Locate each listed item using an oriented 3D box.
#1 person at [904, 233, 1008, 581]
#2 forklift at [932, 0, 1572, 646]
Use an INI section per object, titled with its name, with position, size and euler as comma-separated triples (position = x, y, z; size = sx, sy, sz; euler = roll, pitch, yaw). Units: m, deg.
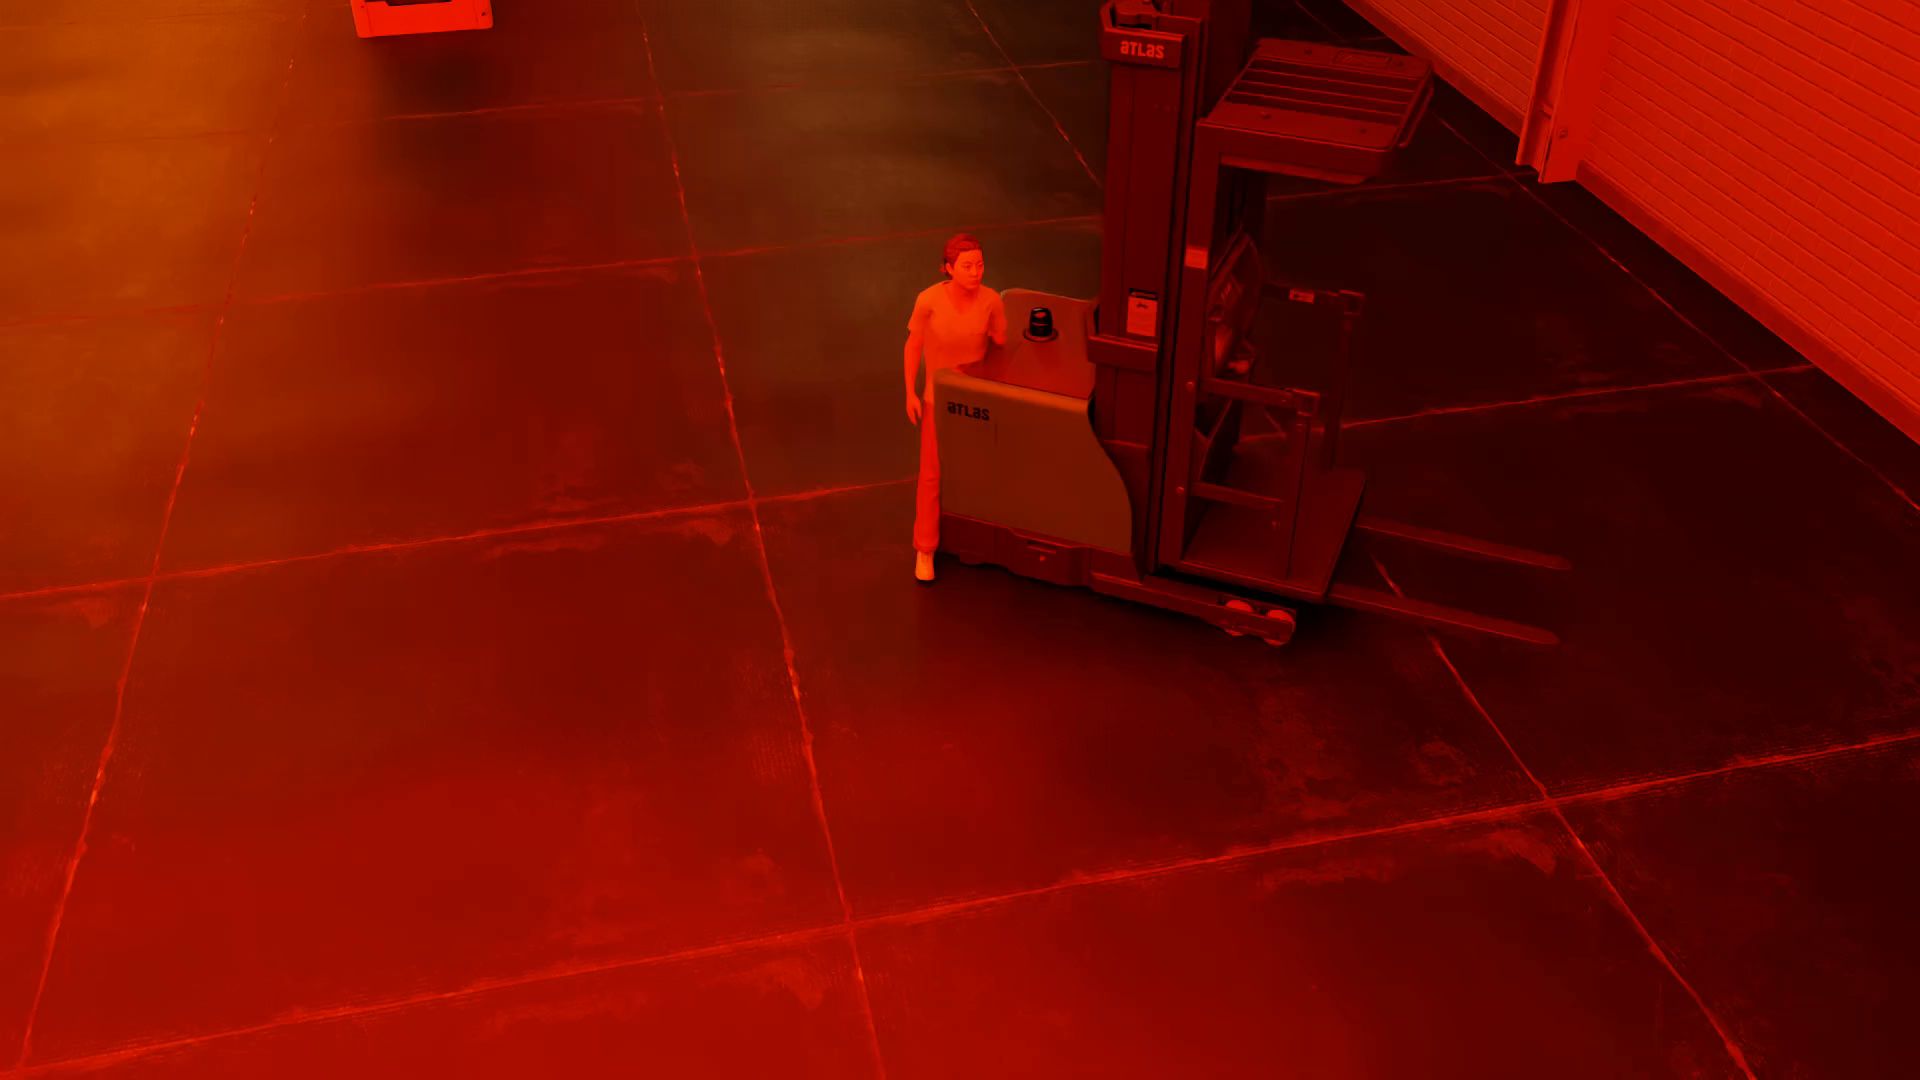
[person]
position = 0.005, -0.642, 8.005
size = 0.553, 1.673, 0.548
euler = -8, 36, -11
[forklift]
position = 1.423, -1.046, 7.504
size = 3.031, 2.935, 1.130
euler = 13, 38, 18
